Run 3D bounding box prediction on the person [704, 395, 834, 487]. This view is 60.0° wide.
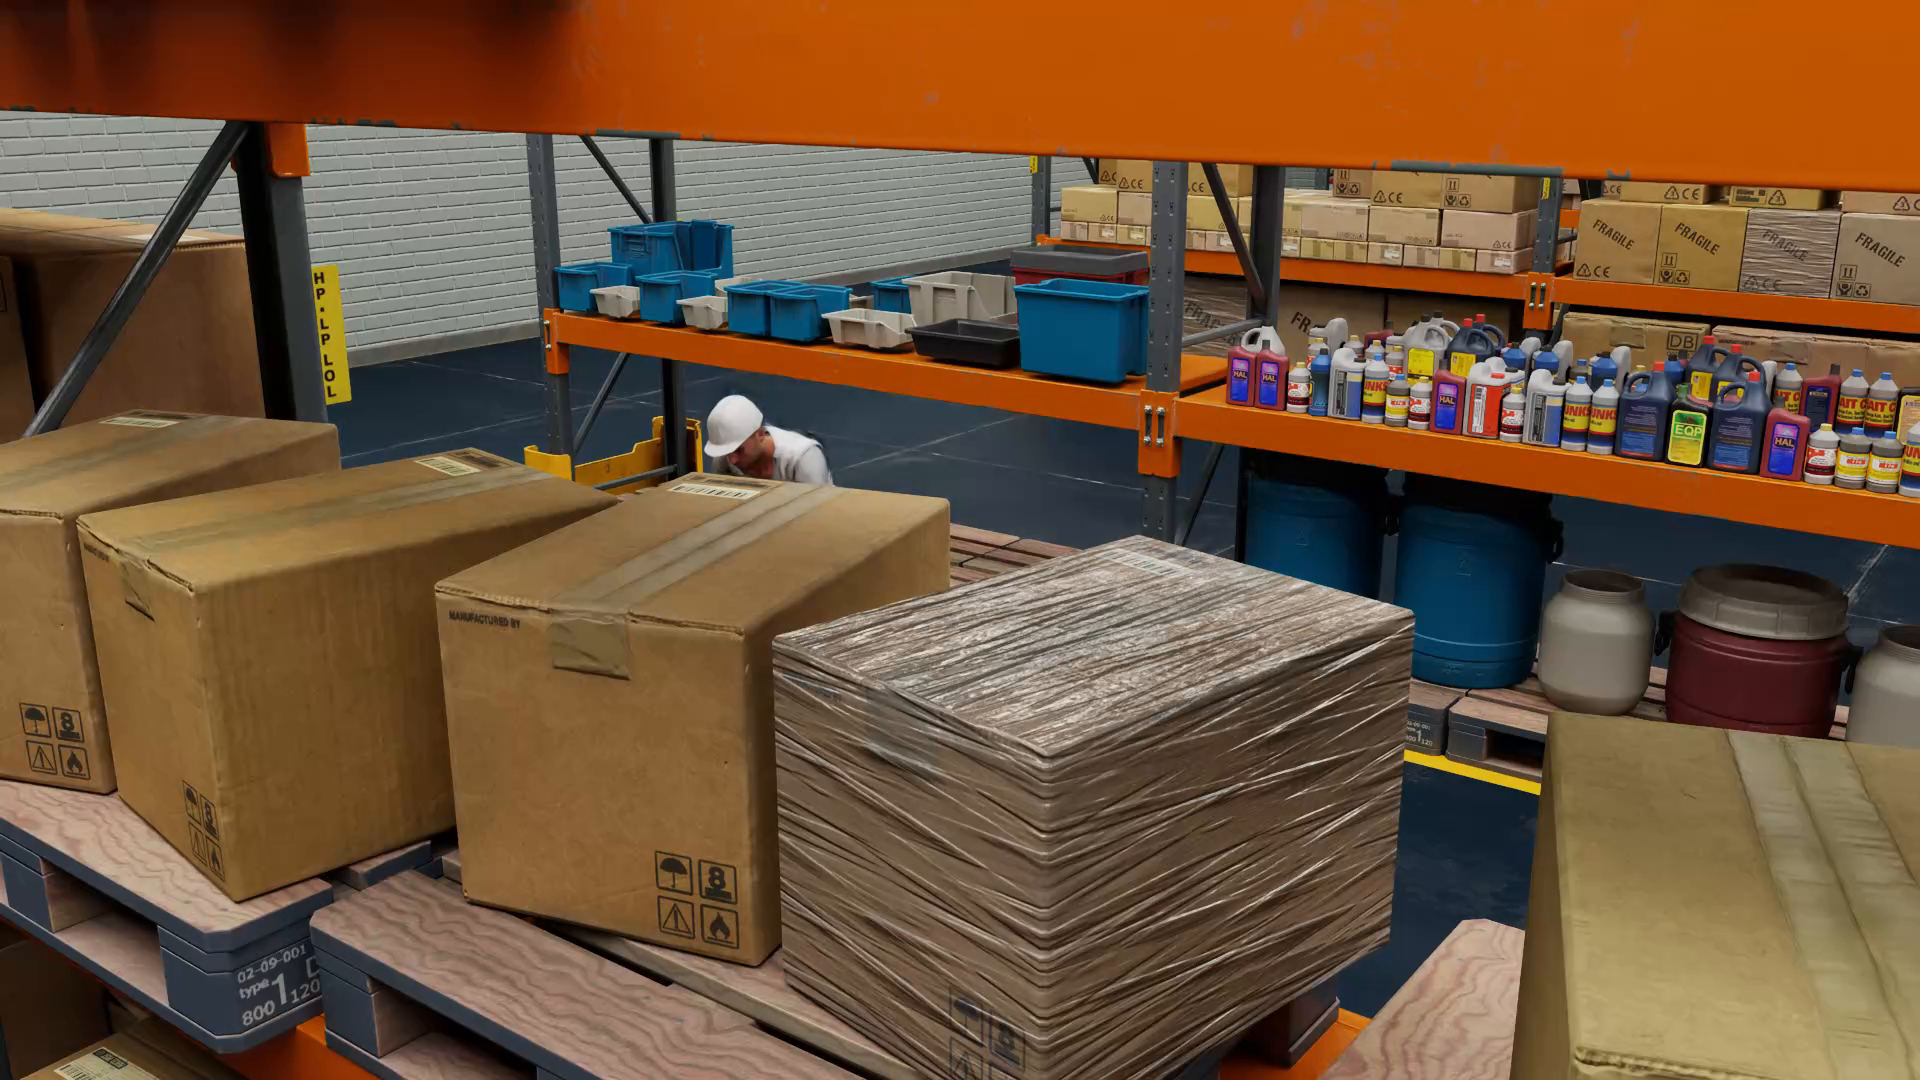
[{"bbox_3d":[-0.724,0.106,6.696,0.580,1.471,0.731,12,20,35],"label":"person"}]
